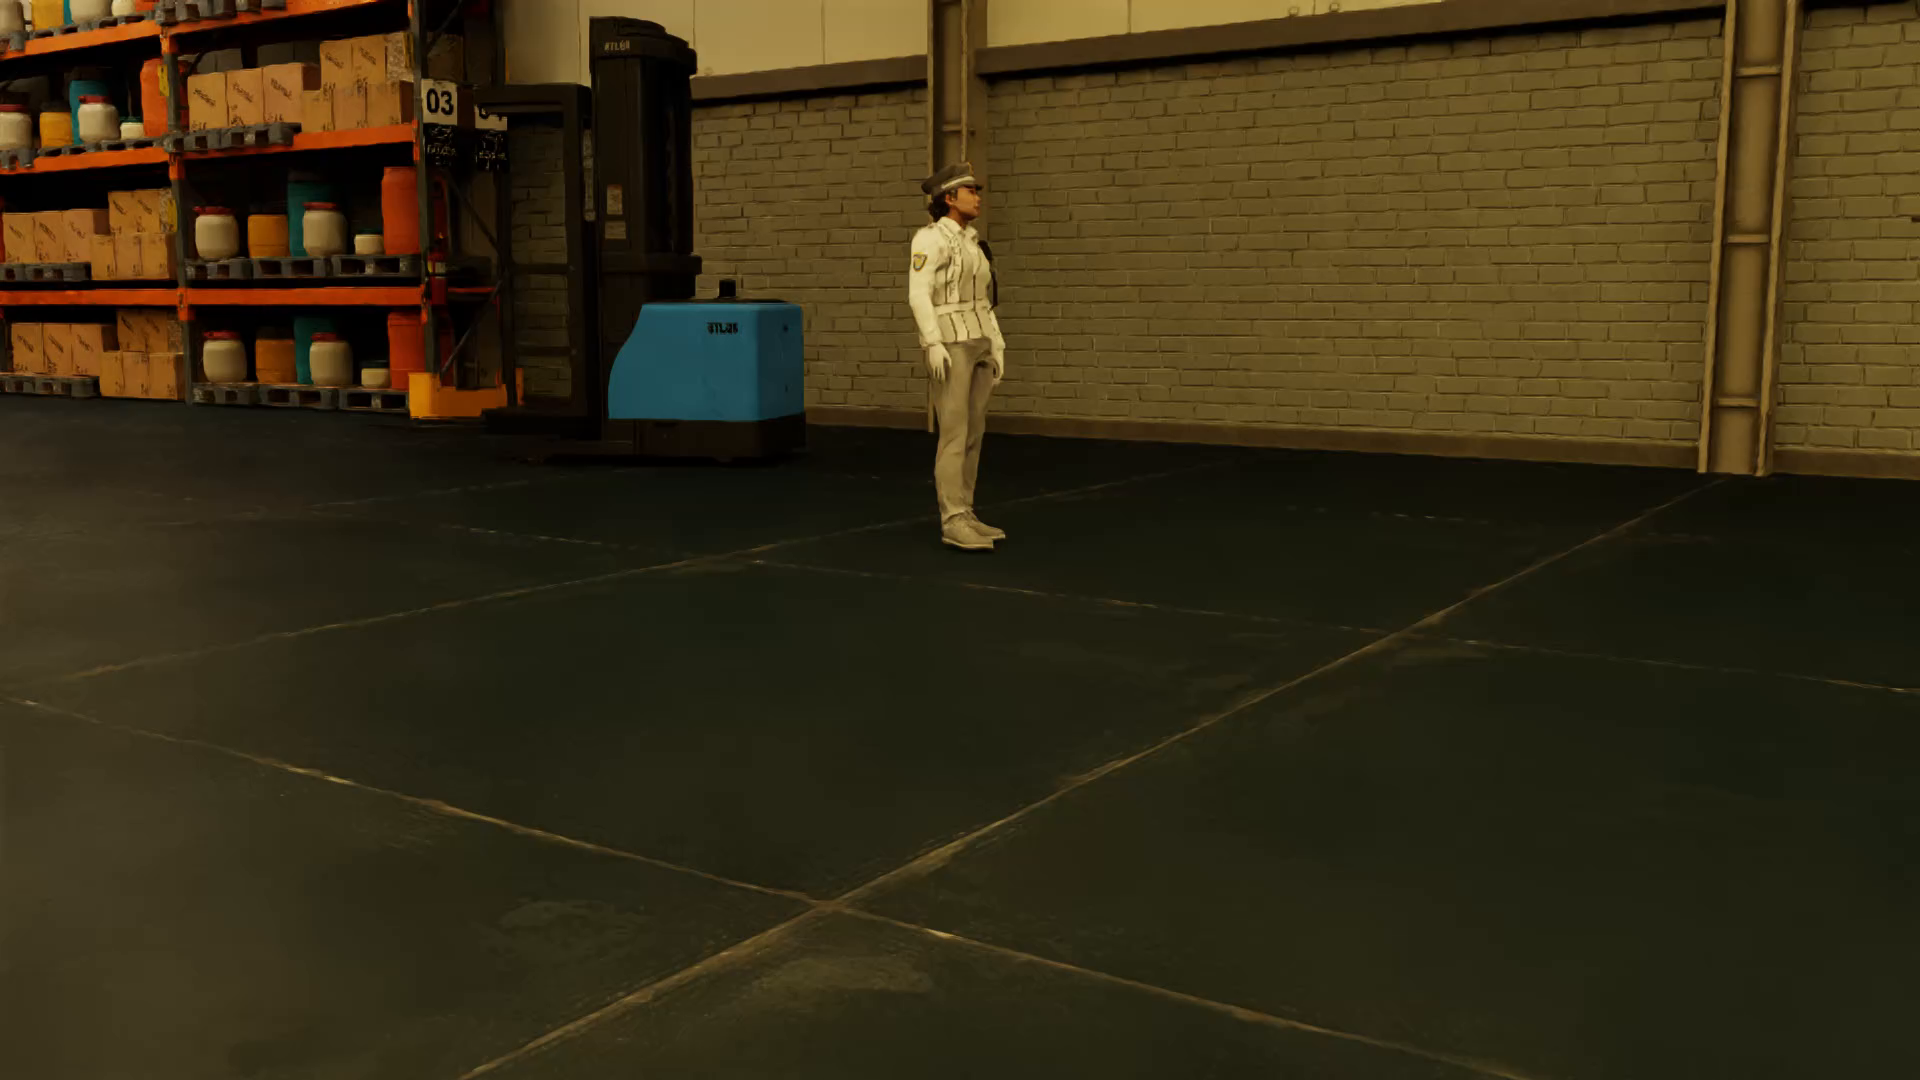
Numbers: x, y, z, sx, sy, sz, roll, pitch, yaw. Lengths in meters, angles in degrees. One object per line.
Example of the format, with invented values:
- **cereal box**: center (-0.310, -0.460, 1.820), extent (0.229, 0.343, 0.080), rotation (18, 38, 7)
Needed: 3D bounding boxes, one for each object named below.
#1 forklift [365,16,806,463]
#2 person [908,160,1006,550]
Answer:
- **forklift**: center (-2.665, -2.041, 11.548), extent (3.031, 2.935, 1.130), rotation (2, 8, 14)
- **person**: center (0.052, -0.840, 7.440), extent (0.532, 1.695, 0.586), rotation (5, 10, 34)
